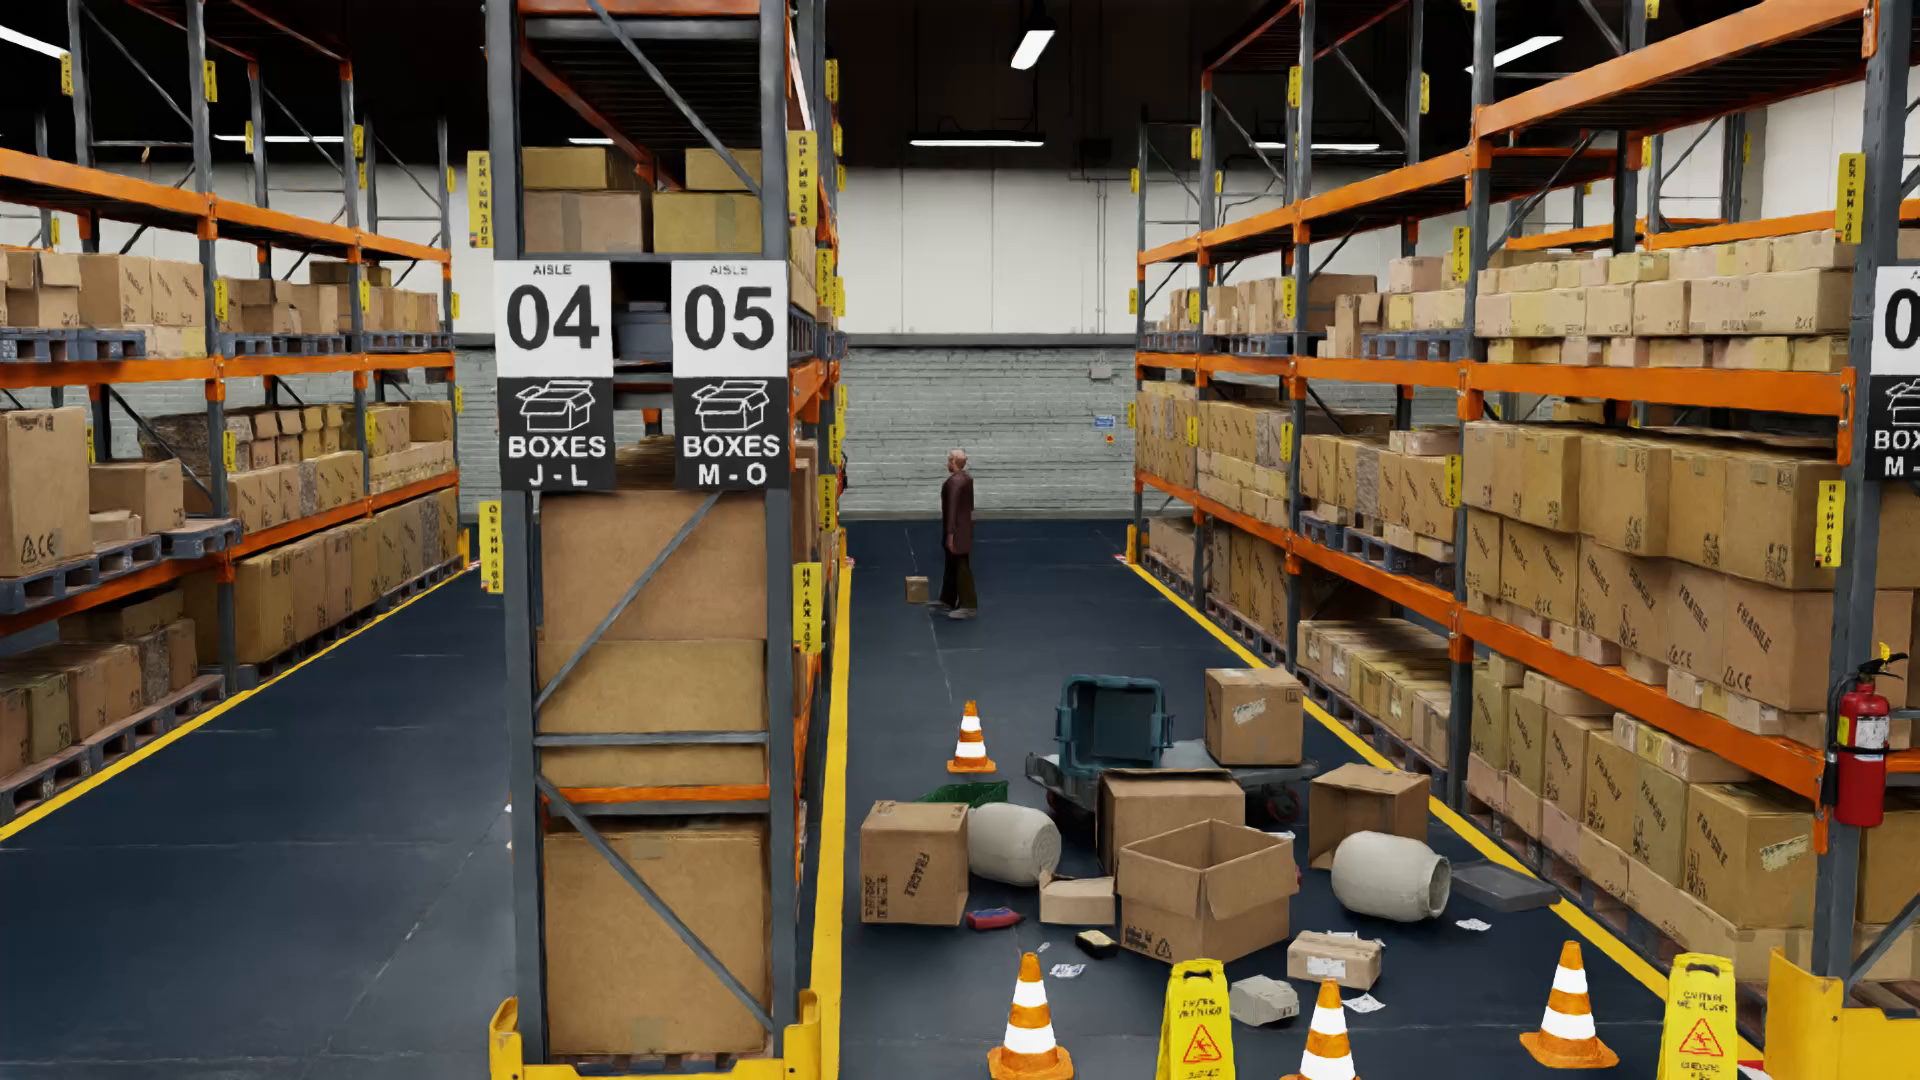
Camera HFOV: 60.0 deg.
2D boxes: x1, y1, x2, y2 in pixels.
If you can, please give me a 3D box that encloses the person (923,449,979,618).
[{"bbox_3d":[-0.099,-0.089,17.854,0.678,1.774,0.774,2,7,13],"label":"person"}]
